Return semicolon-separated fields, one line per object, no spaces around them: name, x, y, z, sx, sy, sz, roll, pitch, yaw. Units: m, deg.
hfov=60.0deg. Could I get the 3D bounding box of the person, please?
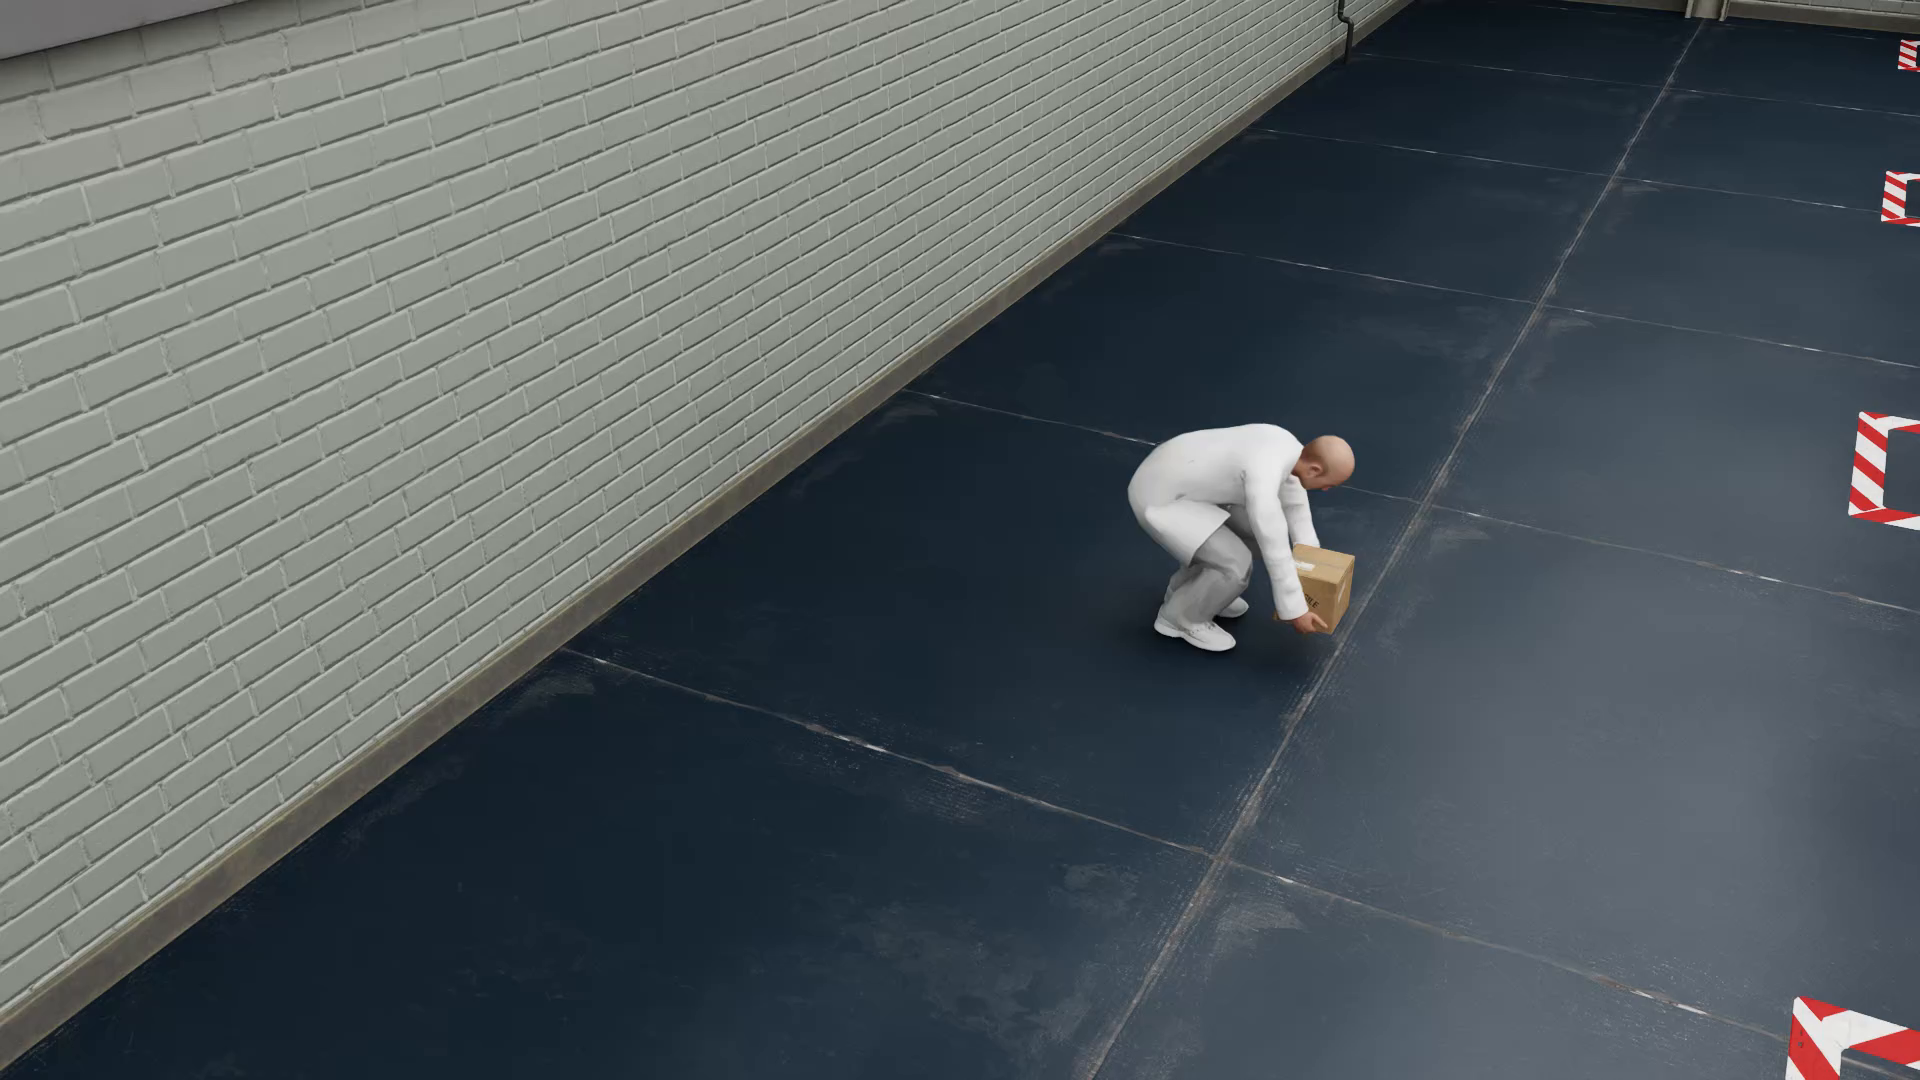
person;1.161;-0.036;6.991;0.940;1.003;0.587;13;32;22
